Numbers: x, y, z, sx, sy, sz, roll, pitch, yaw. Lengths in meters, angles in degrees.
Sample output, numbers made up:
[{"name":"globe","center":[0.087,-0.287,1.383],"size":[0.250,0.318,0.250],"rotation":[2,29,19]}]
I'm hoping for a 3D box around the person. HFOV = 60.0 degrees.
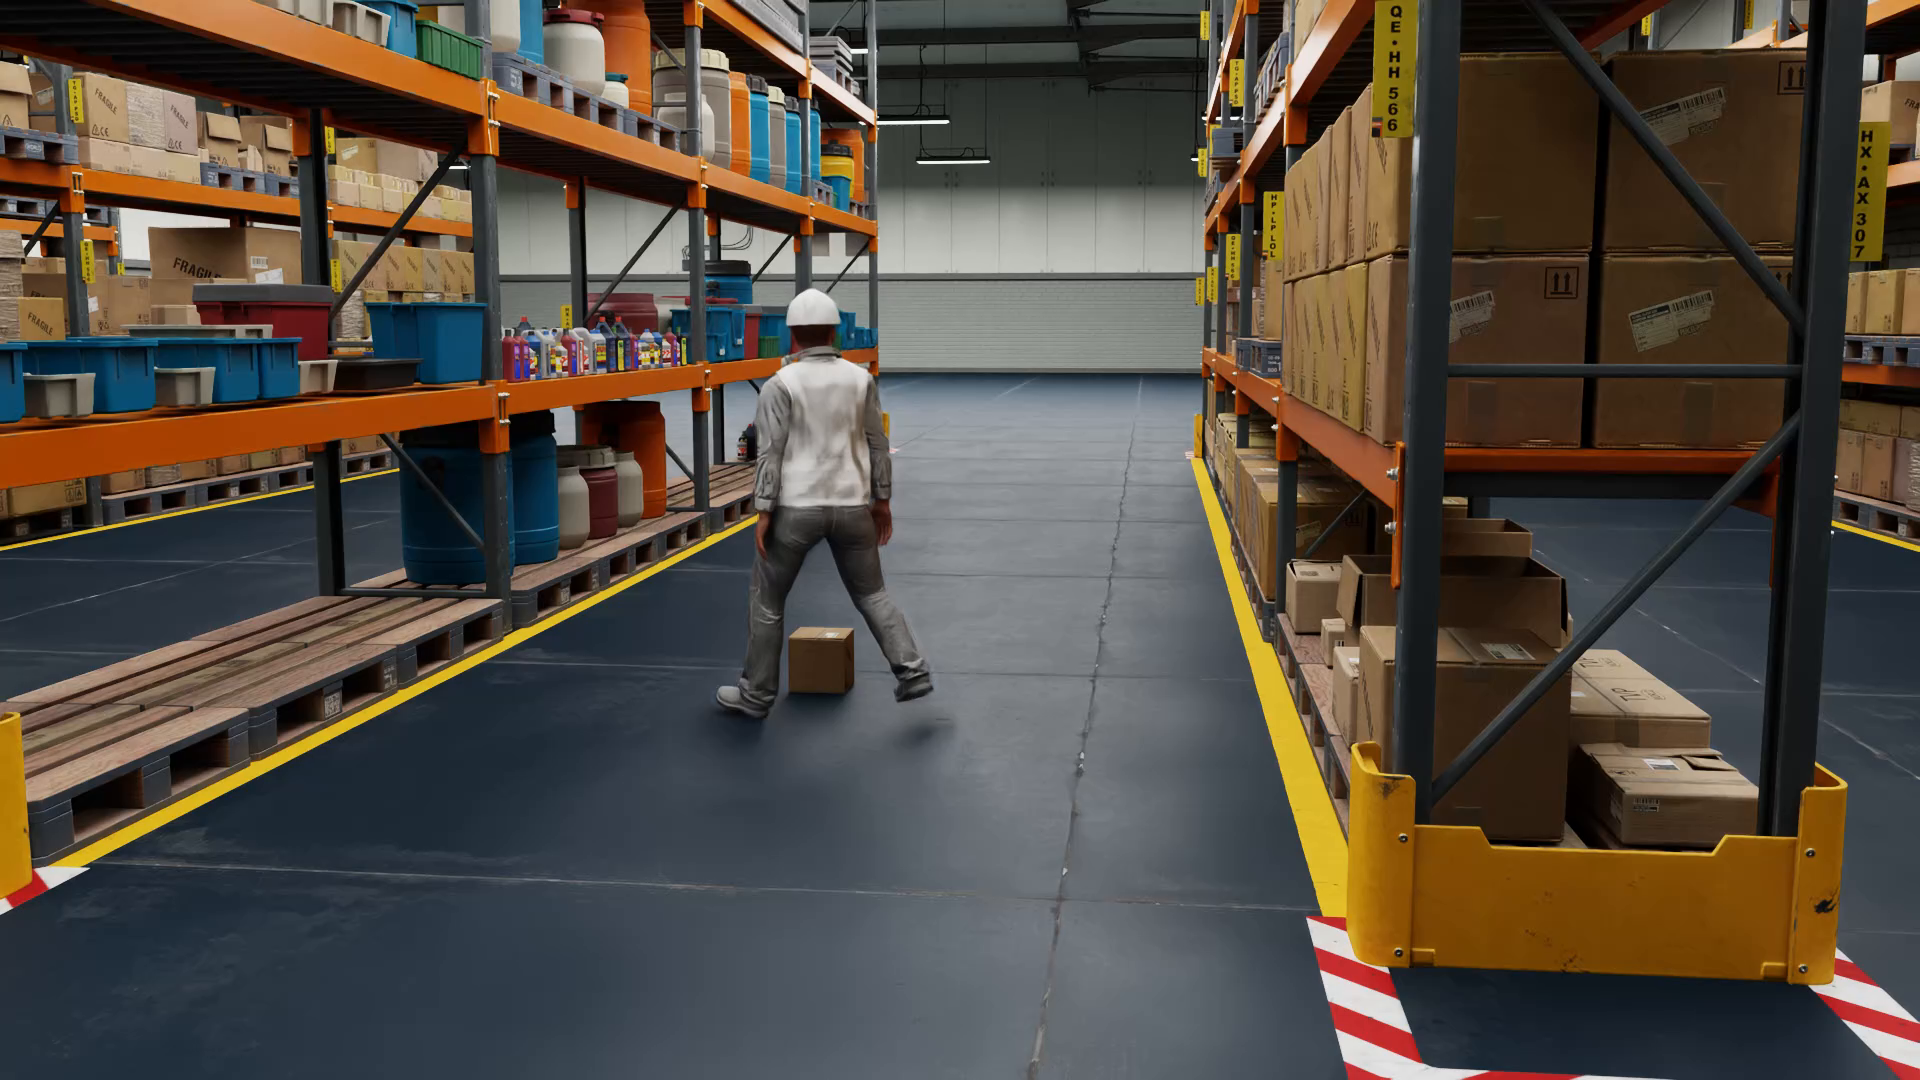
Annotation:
[{"name":"person","center":[-0.557,-0.139,6.807],"size":[0.750,1.755,0.705],"rotation":[-4,9,-28]}]
